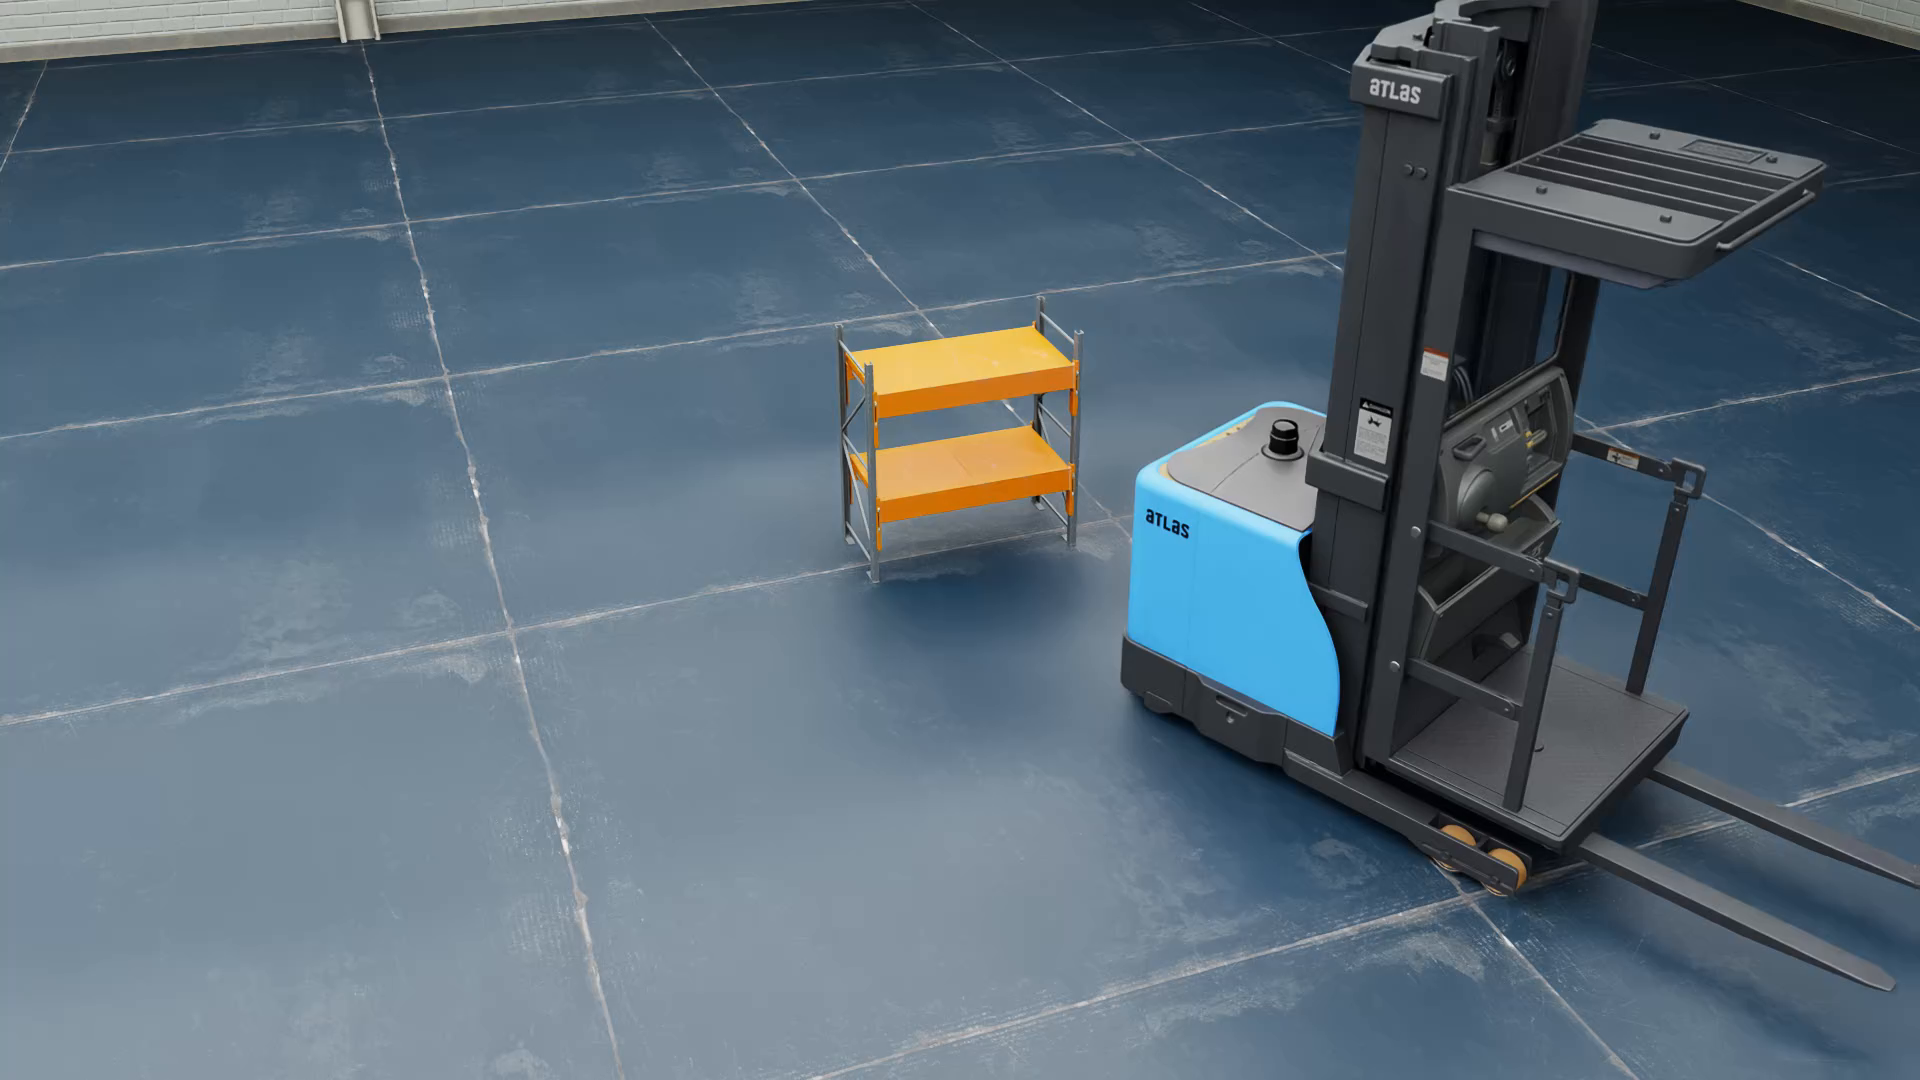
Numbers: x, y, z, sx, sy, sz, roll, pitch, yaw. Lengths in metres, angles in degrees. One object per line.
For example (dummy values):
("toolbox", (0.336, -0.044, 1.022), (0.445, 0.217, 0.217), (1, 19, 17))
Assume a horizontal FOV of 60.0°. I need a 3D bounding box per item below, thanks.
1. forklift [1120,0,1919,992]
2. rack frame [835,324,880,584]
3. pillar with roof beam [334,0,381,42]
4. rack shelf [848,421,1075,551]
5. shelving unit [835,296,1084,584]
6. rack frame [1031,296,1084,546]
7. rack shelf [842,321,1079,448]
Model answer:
("forklift", (2.094, -0.283, 5.785), (3.031, 2.935, 1.130), (25, 38, 37))
("rack frame", (-0.483, -0.400, 7.815), (0.032, 1.125, 0.500), (-10, 31, -18))
("pillar with roof beam", (-4.829, -7.216, 11.825), (0.400, 9.000, 9.100), (-10, 31, -18))
("rack shelf", (-0.006, -0.275, 8.091), (1.000, 0.278, 0.538), (-10, 31, -18))
("shelving unit", (-0.006, -0.488, 7.969), (1.048, 1.125, 0.538), (-10, 31, -18))
("rack frame", (0.470, -0.575, 8.124), (0.032, 1.125, 0.500), (-10, 31, -18))
("rack shelf", (-0.006, -0.742, 7.825), (1.000, 0.278, 0.538), (-10, 31, -18))
